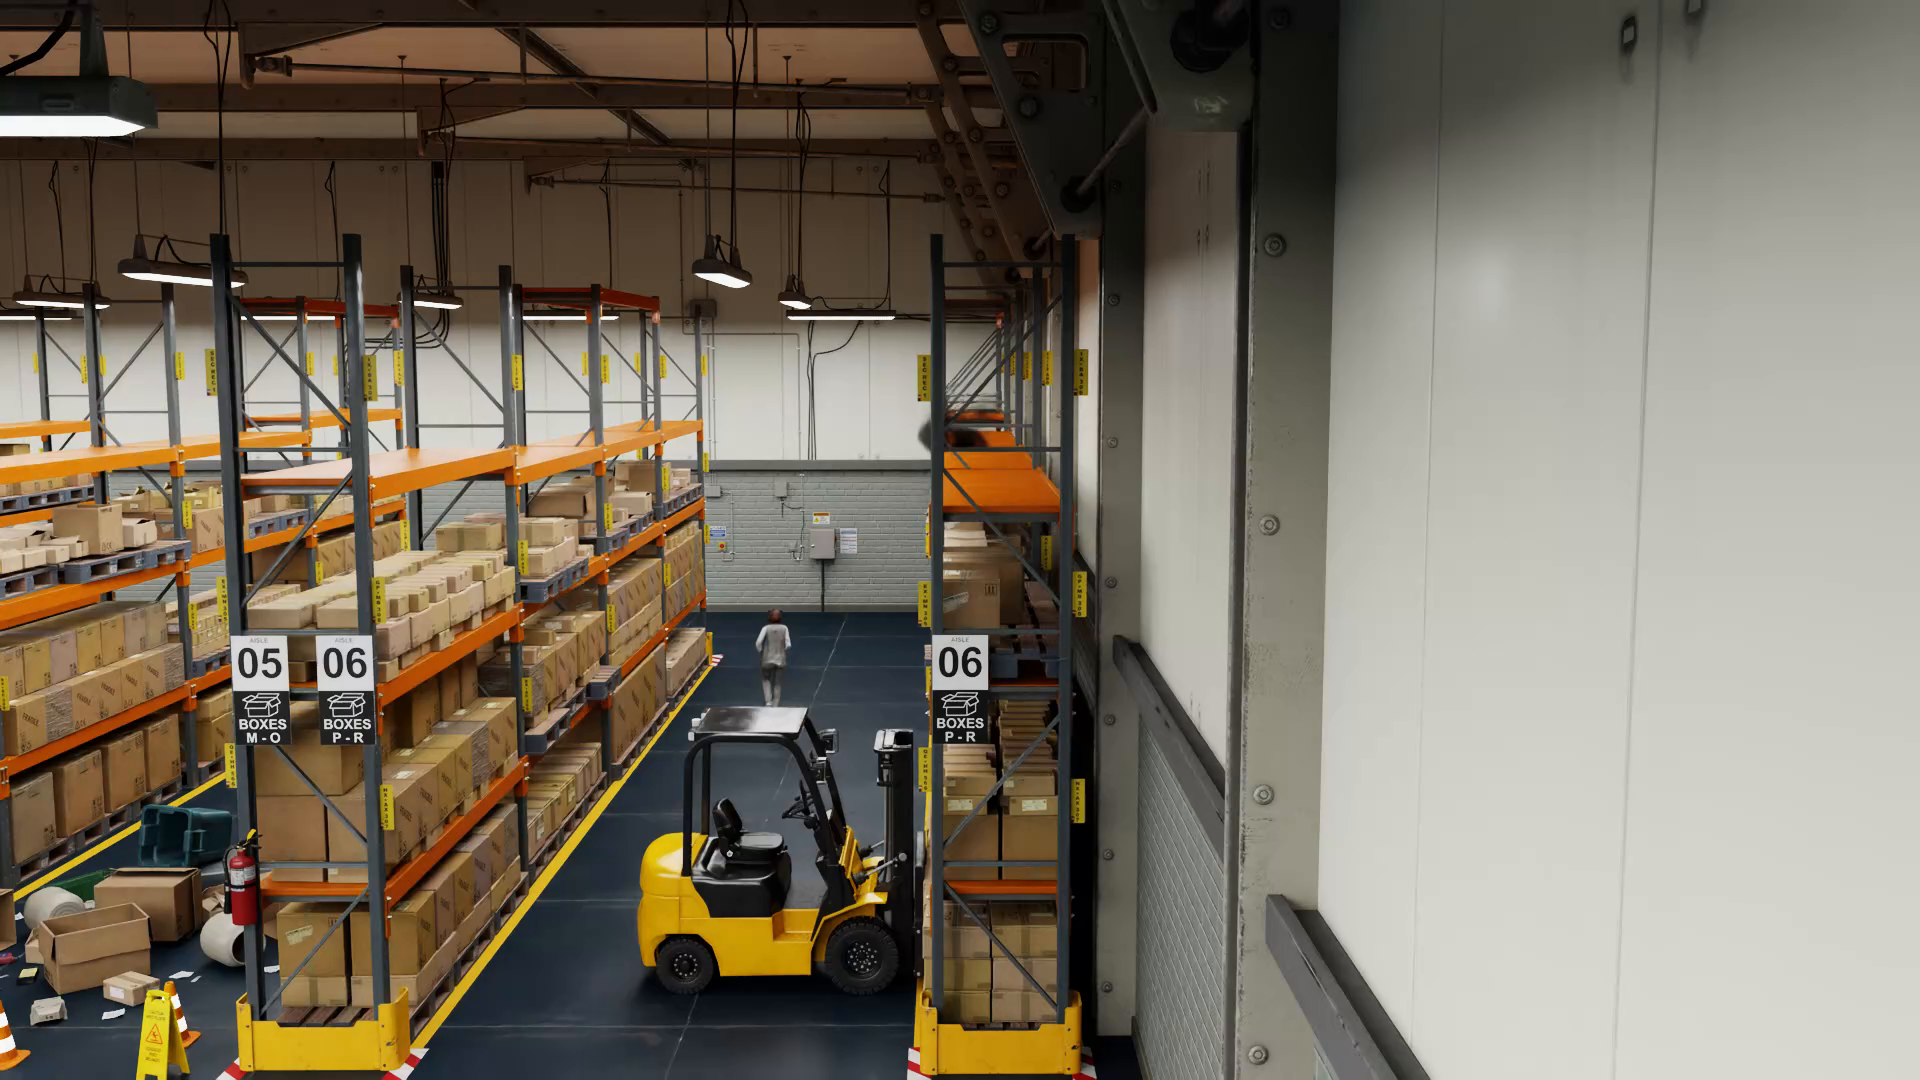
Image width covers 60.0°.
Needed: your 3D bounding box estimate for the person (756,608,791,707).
[{"bbox_3d":[-2.667,1.756,23.747,0.509,1.578,0.639,-1,6,-9],"label":"person"}]
